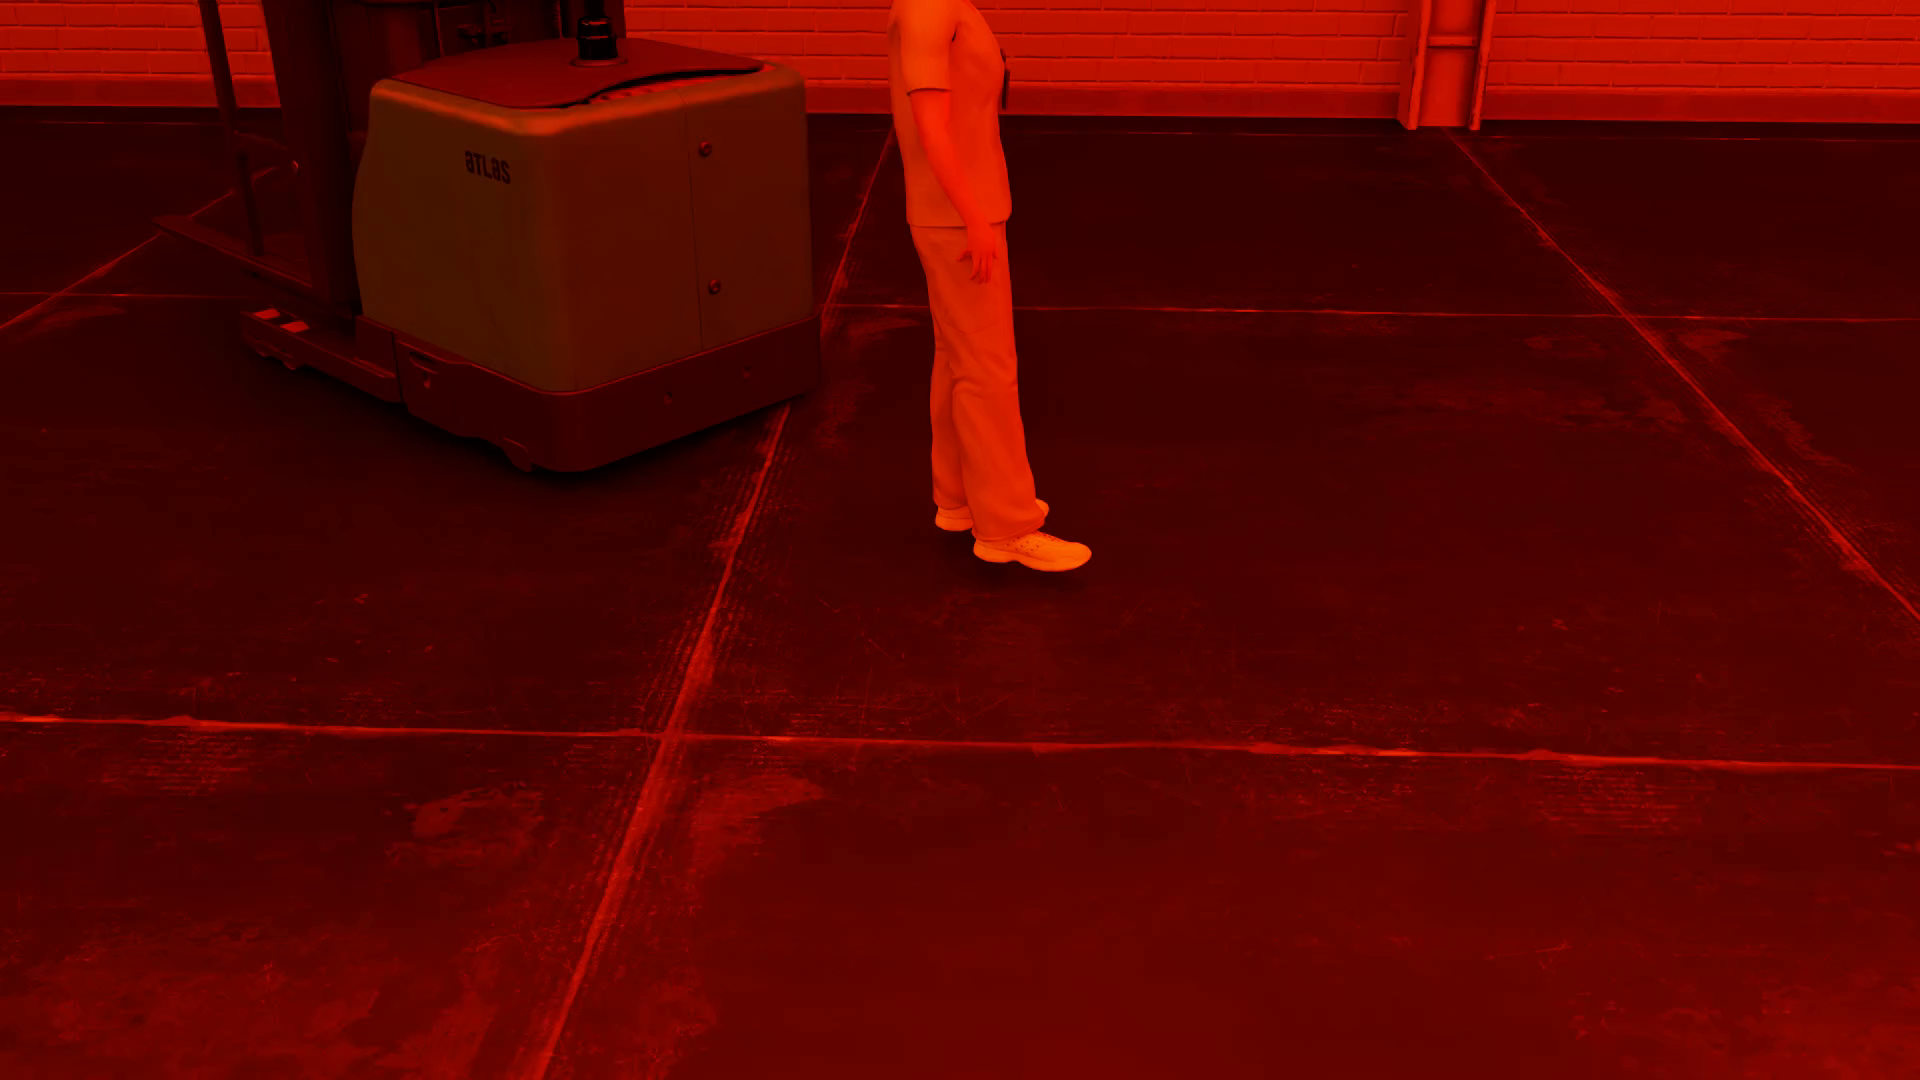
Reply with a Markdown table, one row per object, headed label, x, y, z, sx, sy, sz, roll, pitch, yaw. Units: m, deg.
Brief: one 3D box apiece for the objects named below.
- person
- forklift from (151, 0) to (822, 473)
| label | x | y | z | sx | sy | sz | roll | pitch | yaw |
| --- | --- | --- | --- | --- | --- | --- | --- | --- | --- |
| person | 0.072 | -0.787 | 4.115 | 0.549 | 1.676 | 0.549 | 1 | 26 | 2 |
| forklift | -1.874 | -2.047 | 5.358 | 3.031 | 2.935 | 1.130 | 22 | 34 | 37 |
